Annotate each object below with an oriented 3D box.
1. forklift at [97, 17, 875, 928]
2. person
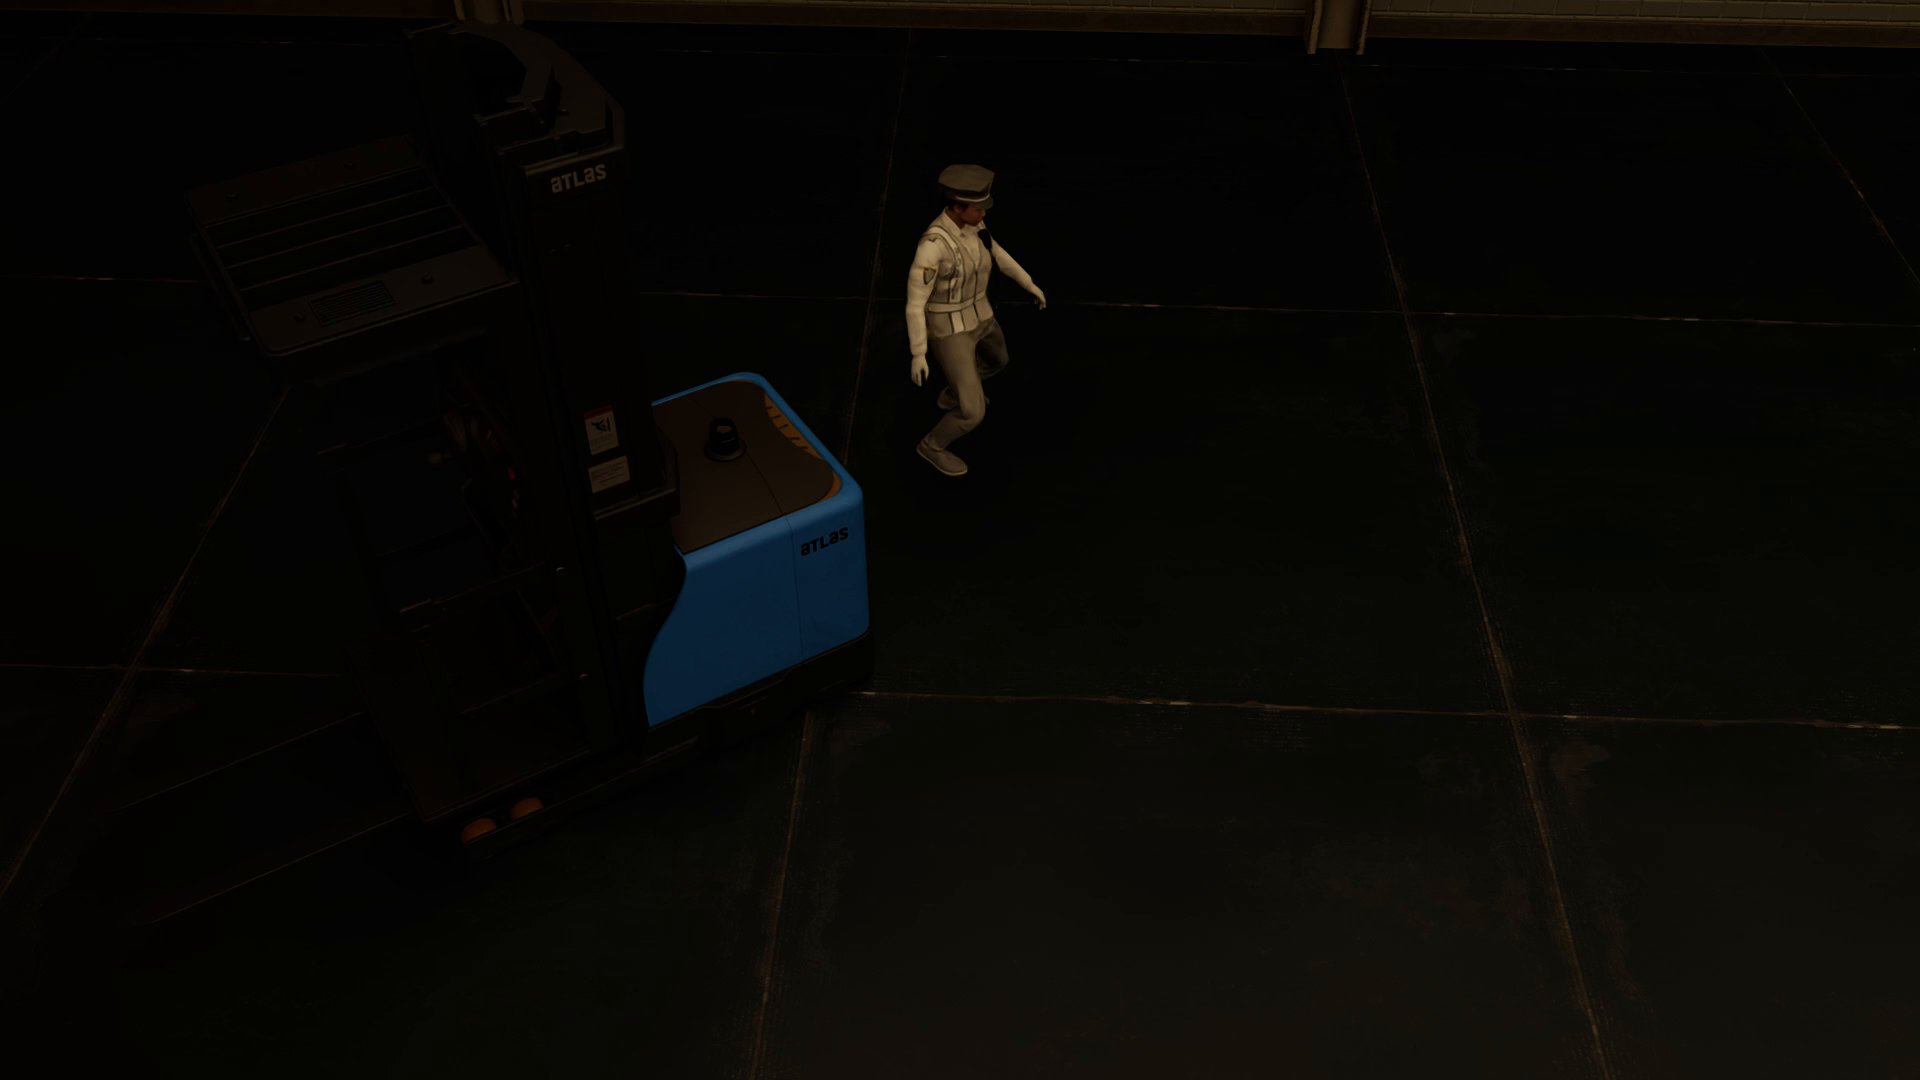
[{"bbox_3d":[-1.893,-0.237,6.002,3.031,2.935,1.130,-23,47,-23],"label":"forklift"},{"bbox_3d":[0.024,-1.050,7.944,0.612,1.558,0.869,26,48,25],"label":"person"}]
